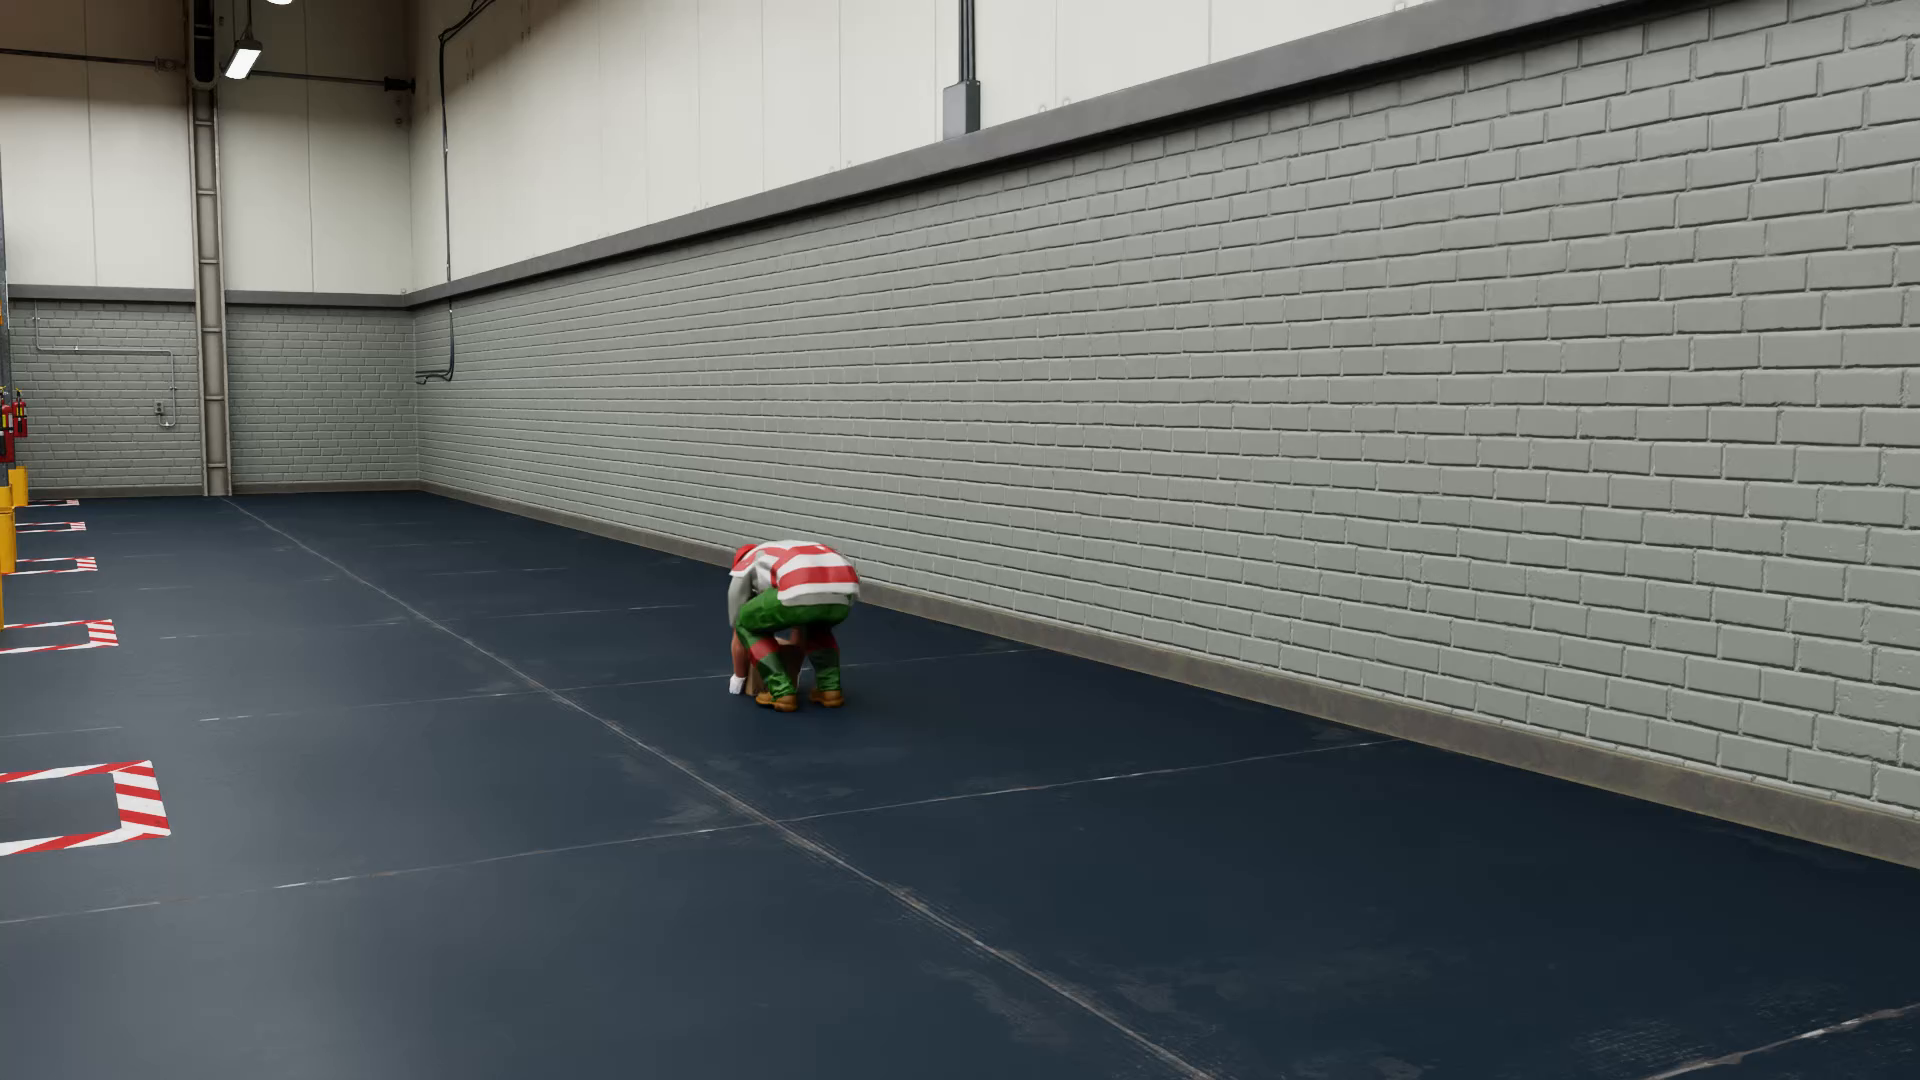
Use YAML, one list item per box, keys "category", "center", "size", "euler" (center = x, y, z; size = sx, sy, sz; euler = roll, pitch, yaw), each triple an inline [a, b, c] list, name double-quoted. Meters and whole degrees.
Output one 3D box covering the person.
- category: "person"
  center: [-0.855, 0.411, 8.211]
  size: [0.526, 0.820, 0.965]
  euler: [-3, 6, -30]
